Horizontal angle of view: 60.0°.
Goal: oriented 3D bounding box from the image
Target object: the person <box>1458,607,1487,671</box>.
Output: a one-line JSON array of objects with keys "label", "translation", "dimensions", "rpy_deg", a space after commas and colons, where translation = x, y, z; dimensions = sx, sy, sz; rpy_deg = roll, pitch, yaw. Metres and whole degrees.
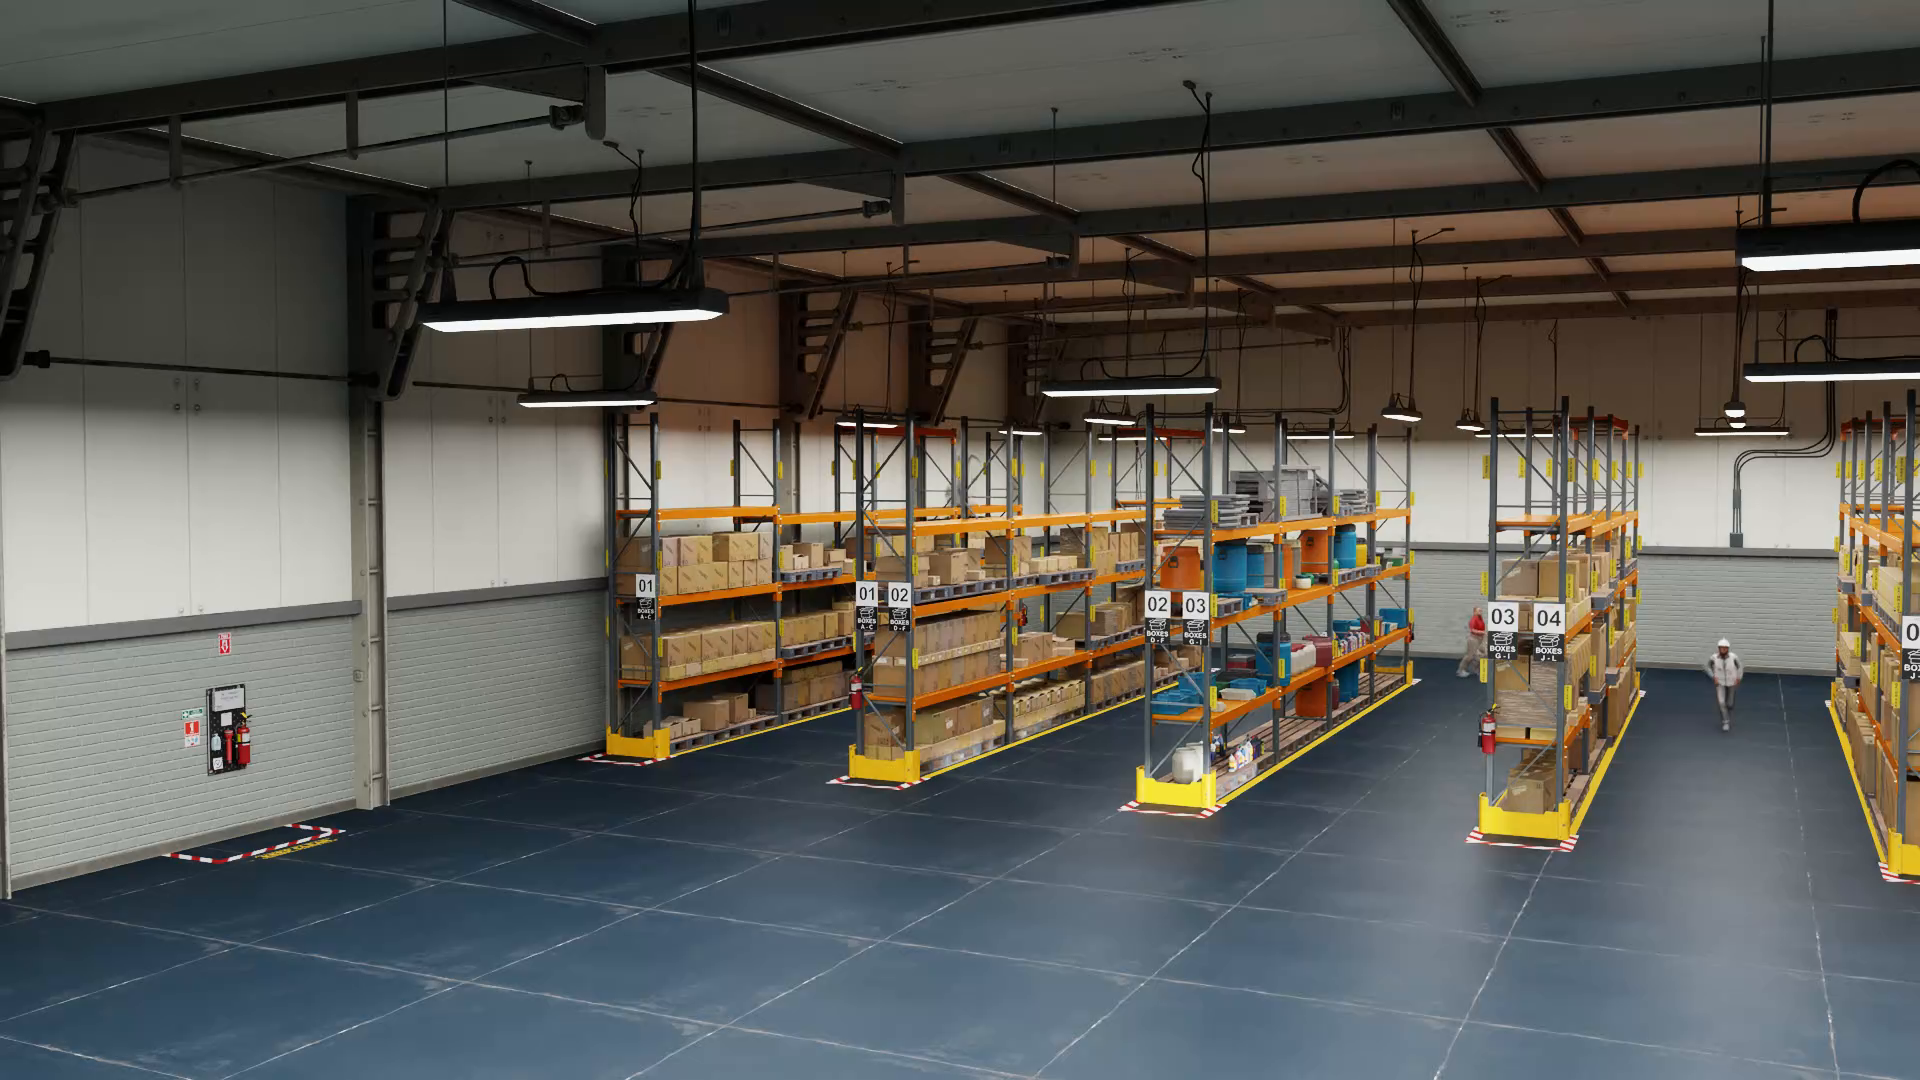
[{"label": "person", "translation": [12.489, 2.395, 40.150], "dimensions": [0.680, 1.587, 0.844], "rpy_deg": [-2, 3, -42]}]

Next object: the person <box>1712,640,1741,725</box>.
[{"label": "person", "translation": [14.894, 2.756, 32.367], "dimensions": [0.585, 1.668, 0.686], "rpy_deg": [1, 3, 19]}]
